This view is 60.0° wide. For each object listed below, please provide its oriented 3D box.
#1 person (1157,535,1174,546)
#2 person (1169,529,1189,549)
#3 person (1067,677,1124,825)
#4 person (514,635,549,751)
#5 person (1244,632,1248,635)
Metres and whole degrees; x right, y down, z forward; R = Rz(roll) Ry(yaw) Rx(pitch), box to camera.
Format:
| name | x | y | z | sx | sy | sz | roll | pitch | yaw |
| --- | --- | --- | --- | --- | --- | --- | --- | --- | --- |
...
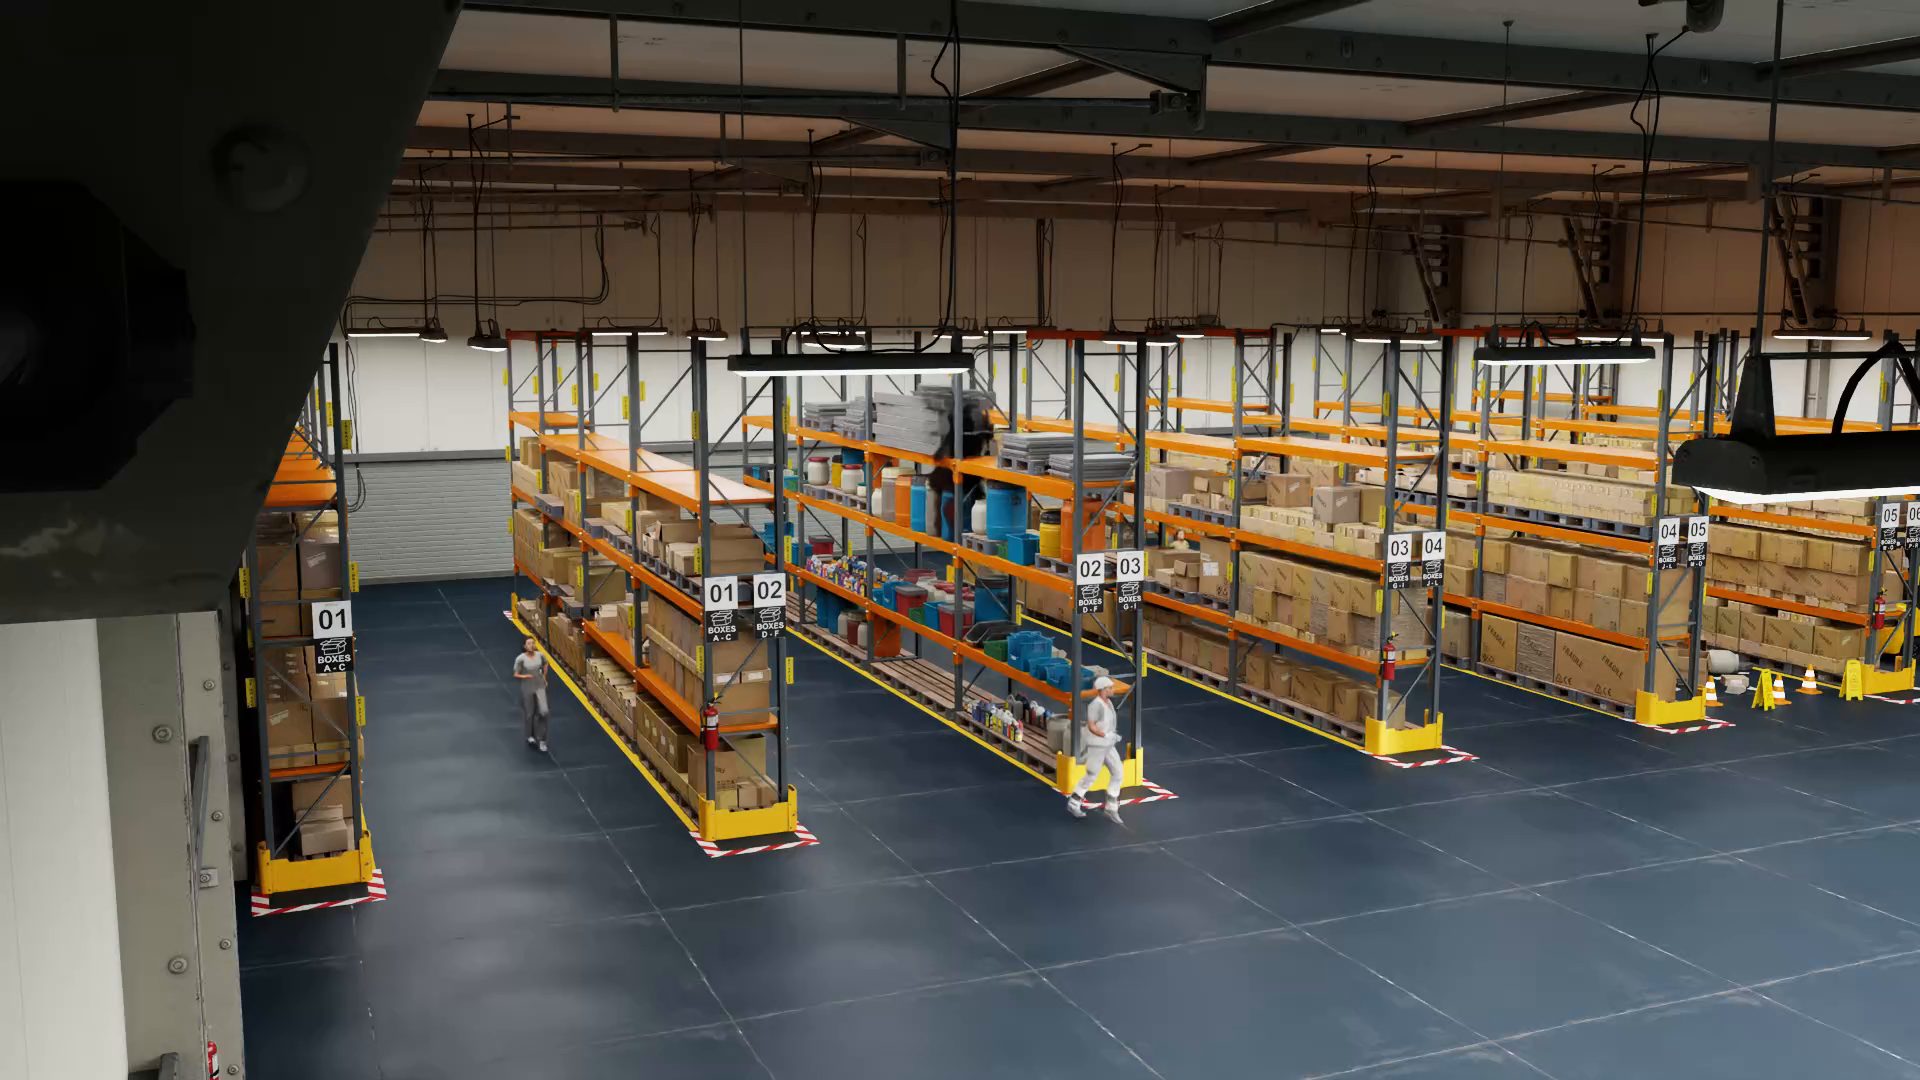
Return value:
| name | x | y | z | sx | sy | sz | roll | pitch | yaw |
| --- | --- | --- | --- | --- | --- | --- | --- | --- | --- |
| person | 5.208 | -0.211 | 42.015 | 0.576 | 1.667 | 0.560 | -3 | 8 | -22 |
| person | 4.820 | 0.563 | 36.610 | 0.614 | 1.632 | 0.571 | -4 | 9 | -29 |
| person | 1.781 | 2.618 | 20.902 | 0.726 | 1.820 | 0.730 | 4 | 9 | 28 |
| person | -6.225 | 2.227 | 24.235 | 0.542 | 1.710 | 0.731 | -4 | 9 | -25 |
| person | 5.896 | 1.026 | 32.664 | 0.644 | 1.752 | 0.606 | -4 | 9 | -28 |
